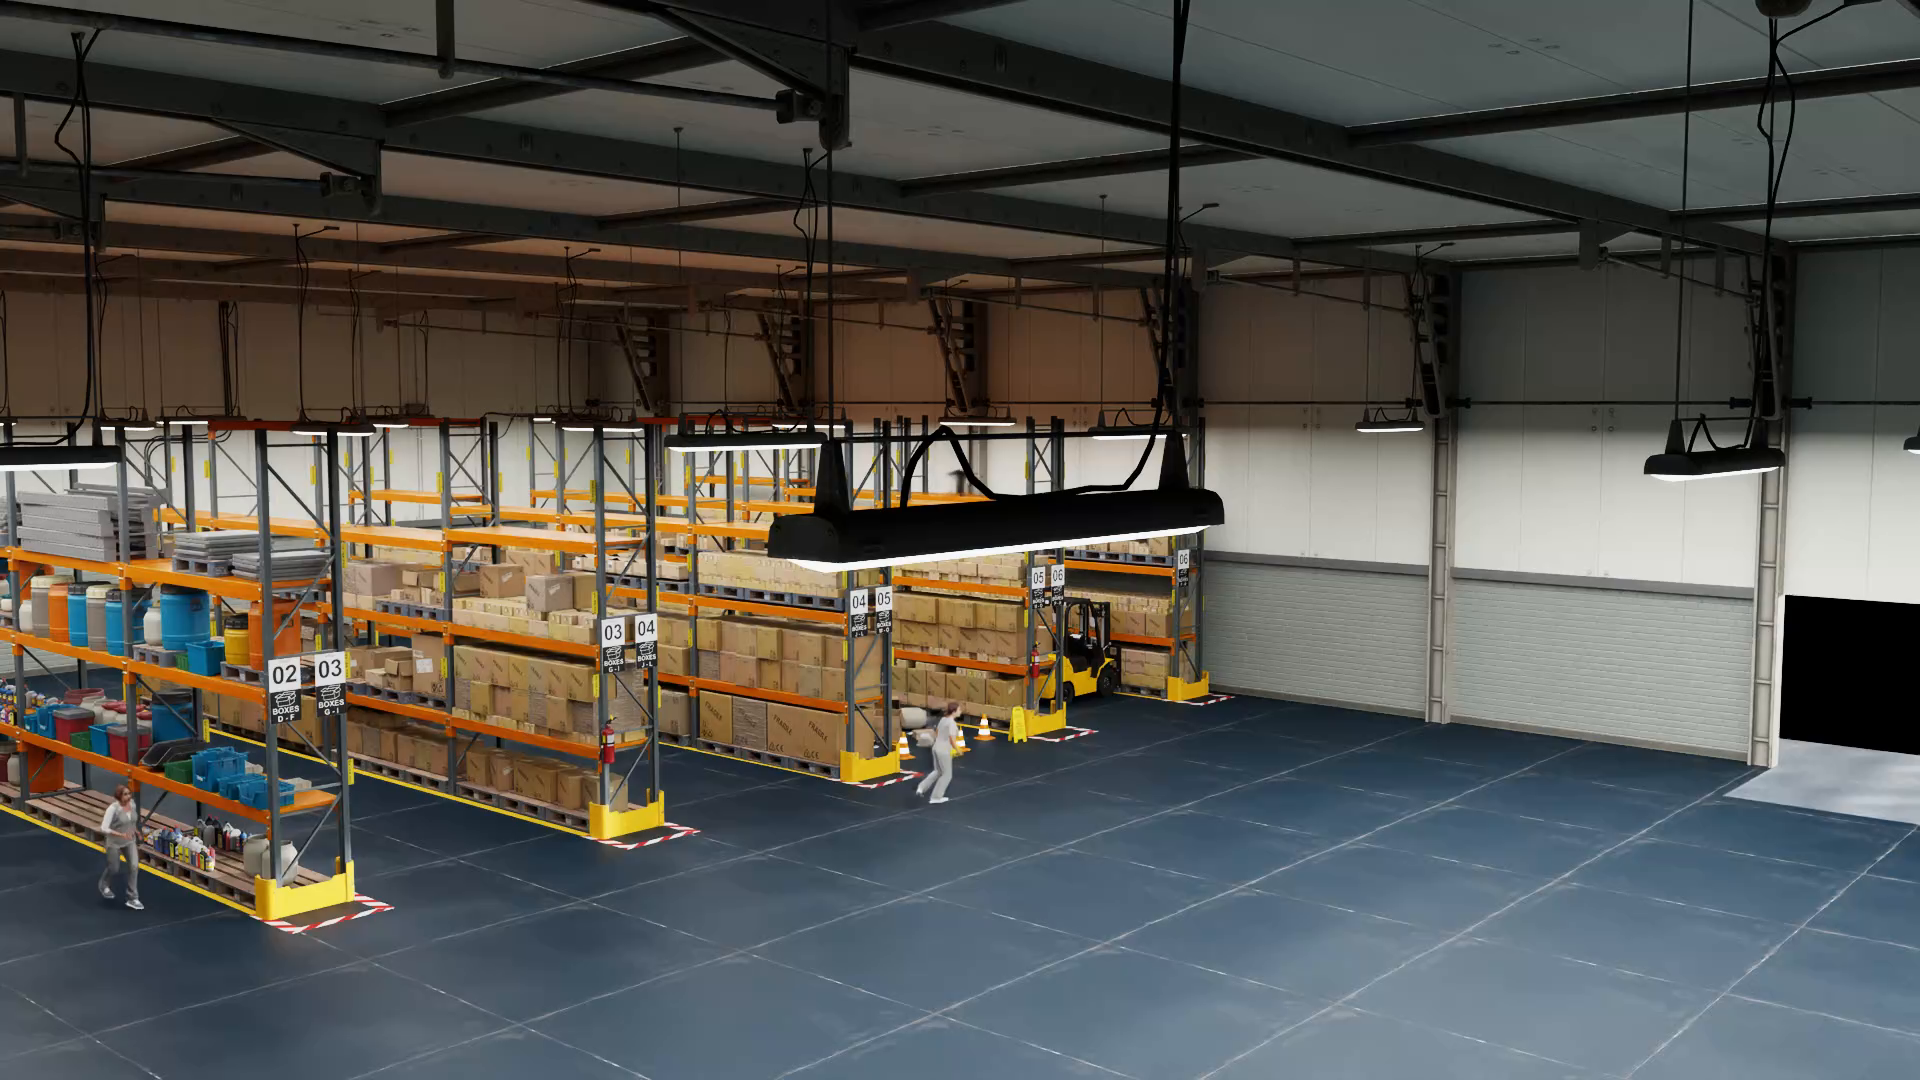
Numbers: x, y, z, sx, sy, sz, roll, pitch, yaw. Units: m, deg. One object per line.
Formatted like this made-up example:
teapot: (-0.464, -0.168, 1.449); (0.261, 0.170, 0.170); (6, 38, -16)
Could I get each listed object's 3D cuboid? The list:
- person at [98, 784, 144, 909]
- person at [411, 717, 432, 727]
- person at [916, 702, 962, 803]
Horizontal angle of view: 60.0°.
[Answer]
person: (-10.541, 3.810, 20.821); (0.882, 1.569, 0.541); (3, 6, 34)
person: (-10.100, 2.983, 31.466); (0.772, 1.494, 0.606); (2, 5, 24)
person: (-0.331, 3.355, 26.226); (0.708, 1.592, 0.556); (-2, 5, -24)
